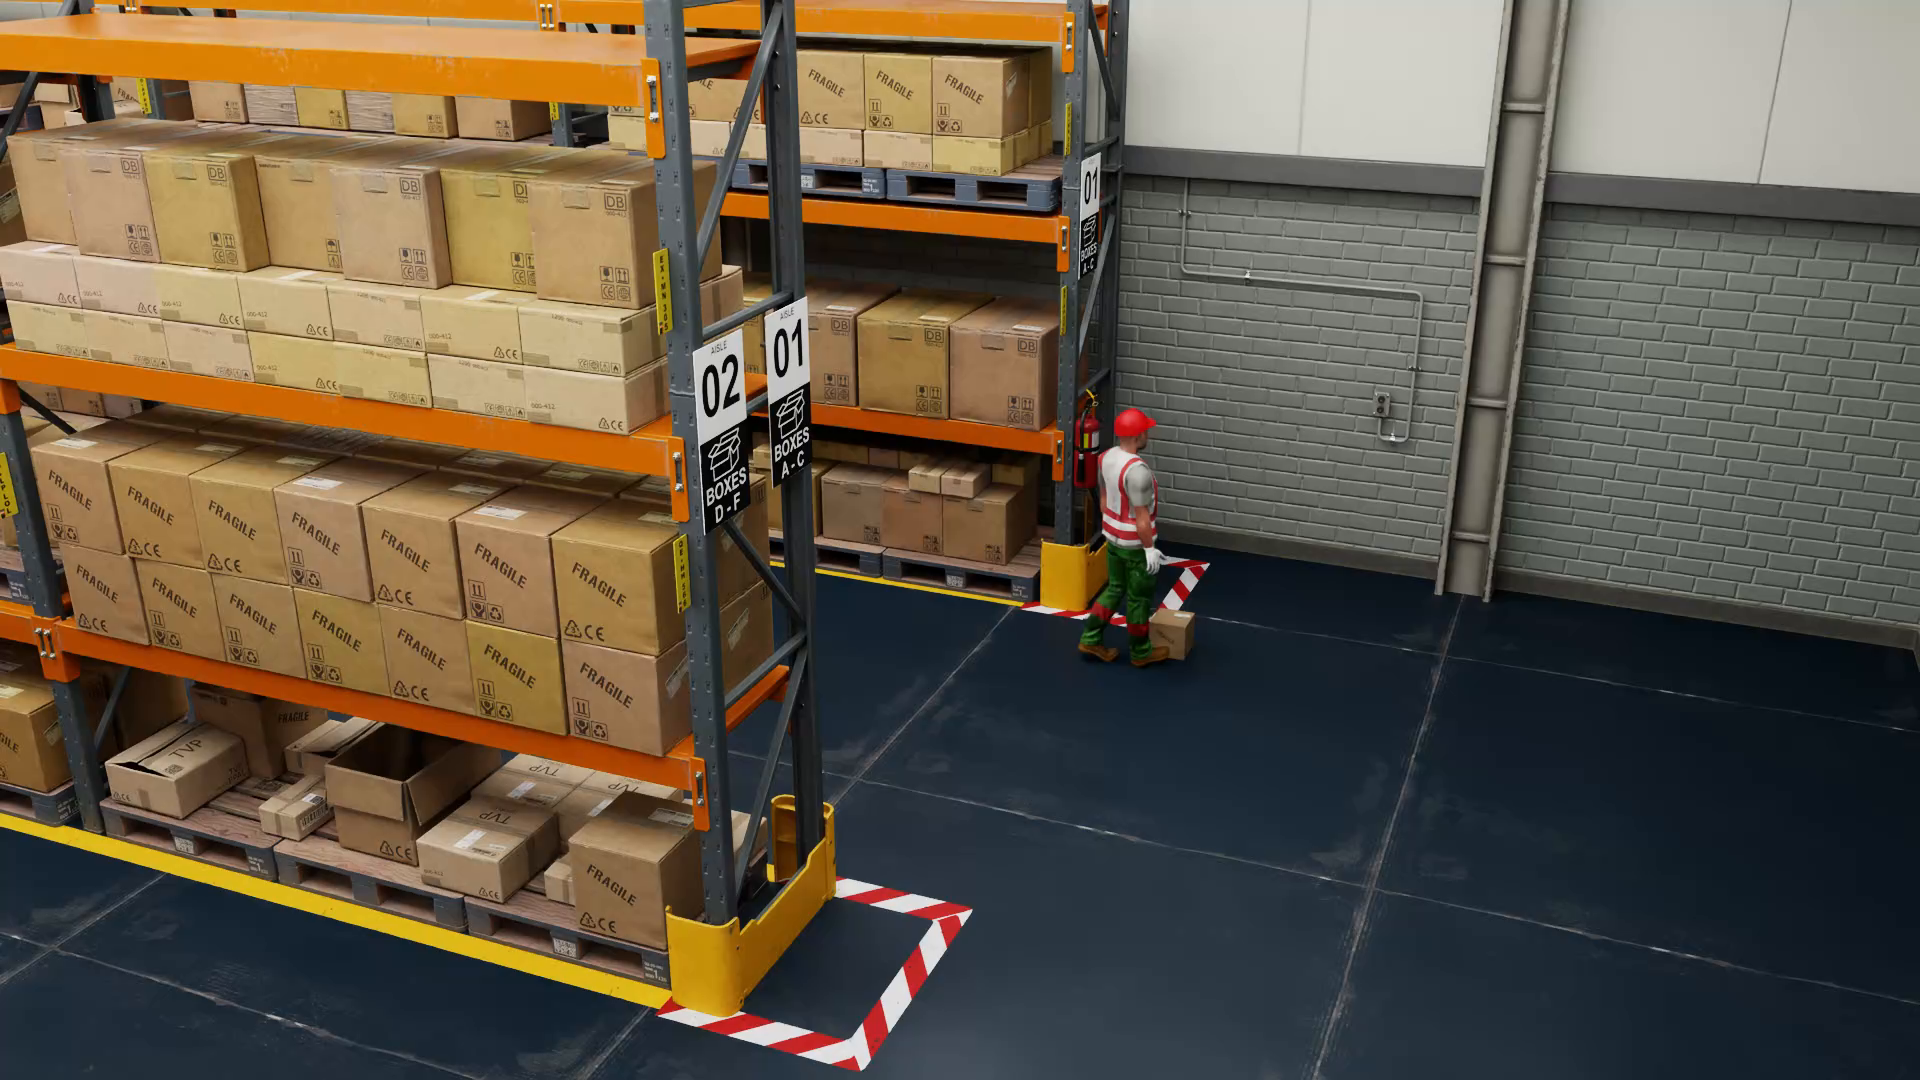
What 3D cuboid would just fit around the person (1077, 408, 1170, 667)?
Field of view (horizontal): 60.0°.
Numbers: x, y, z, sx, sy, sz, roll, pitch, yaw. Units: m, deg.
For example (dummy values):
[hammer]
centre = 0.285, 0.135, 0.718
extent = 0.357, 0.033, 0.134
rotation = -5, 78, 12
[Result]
[person]
centre = 1.137, 0.001, 10.891
extent = 0.600, 1.799, 0.564
rotation = -9, 24, -21
